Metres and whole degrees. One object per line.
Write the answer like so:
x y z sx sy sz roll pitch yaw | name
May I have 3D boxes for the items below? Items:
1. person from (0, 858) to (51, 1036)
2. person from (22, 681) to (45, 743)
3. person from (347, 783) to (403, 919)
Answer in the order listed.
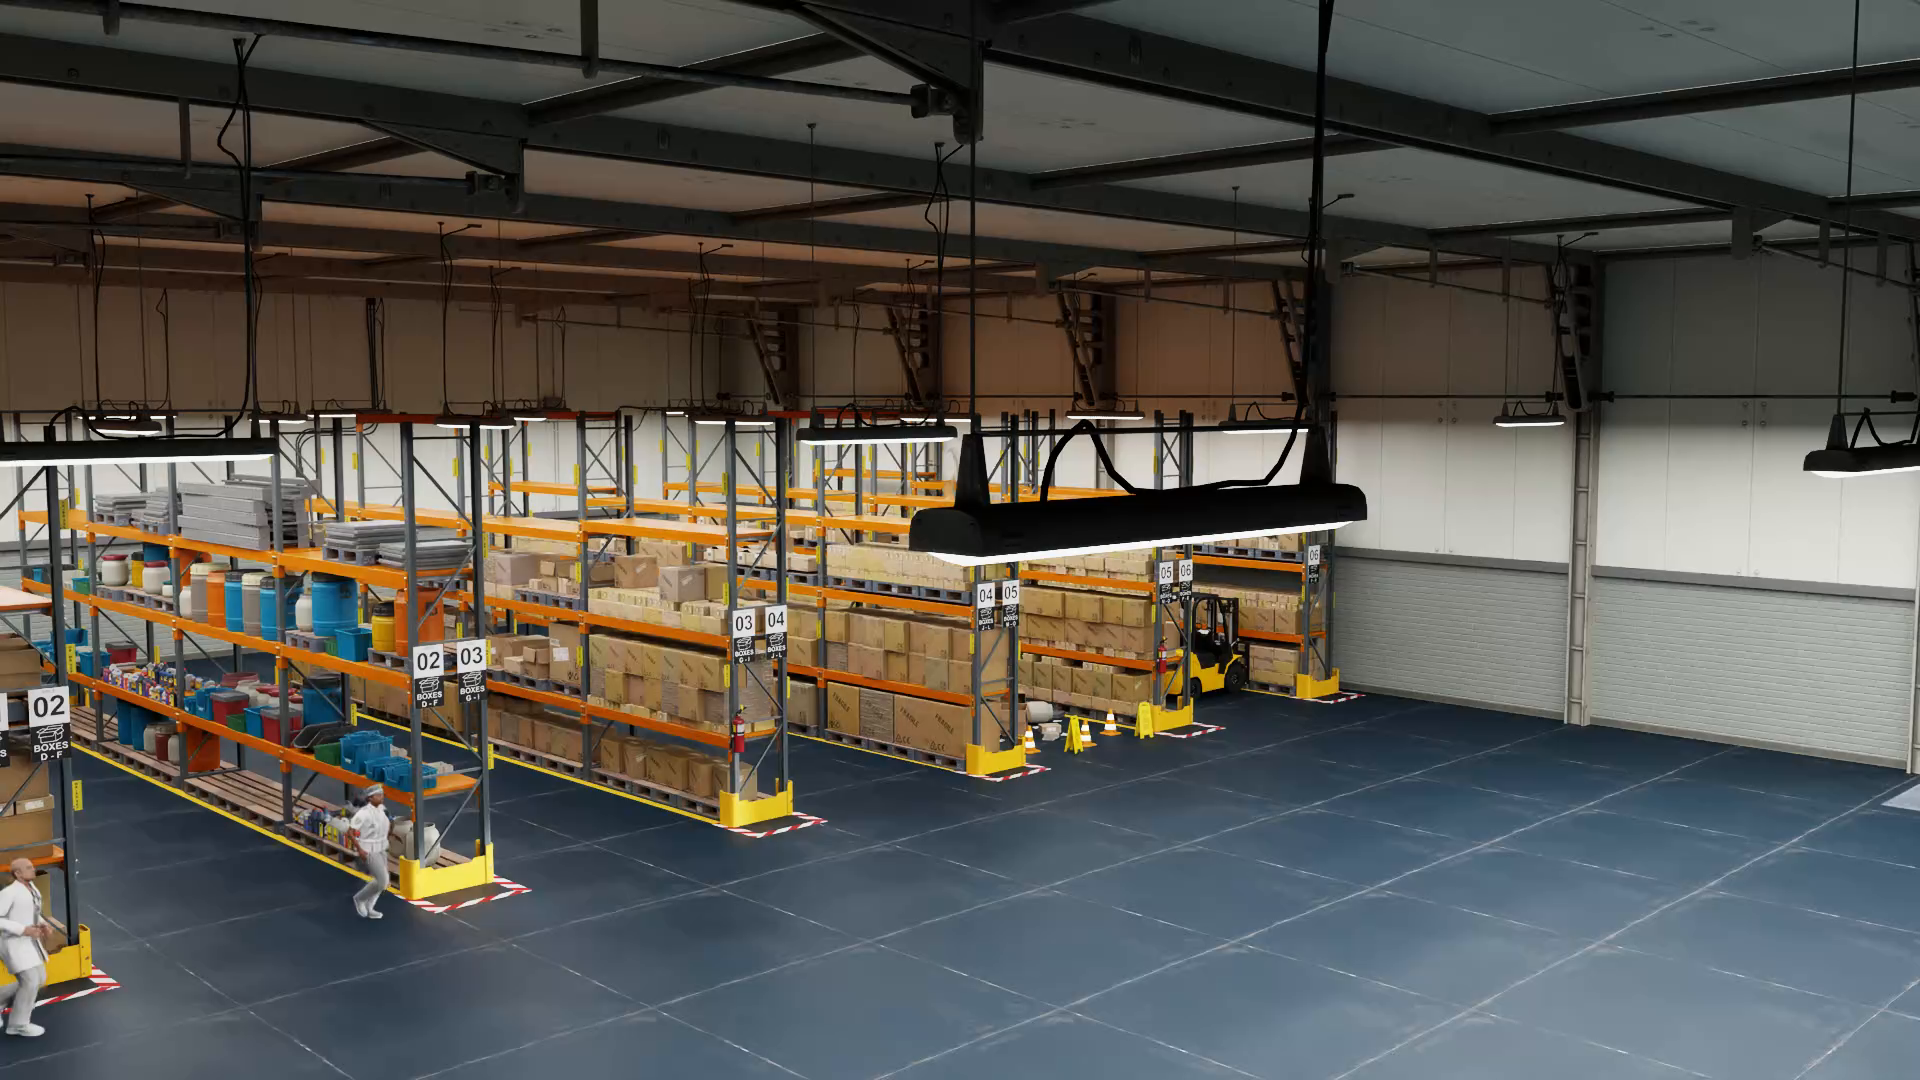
-9.399 4.040 16.605 0.680 1.725 0.745 0 5 -1 | person
-15.844 2.980 28.250 0.700 1.729 0.797 -4 6 -40 | person
-7.054 3.758 20.139 0.546 1.663 0.595 1 5 12 | person
